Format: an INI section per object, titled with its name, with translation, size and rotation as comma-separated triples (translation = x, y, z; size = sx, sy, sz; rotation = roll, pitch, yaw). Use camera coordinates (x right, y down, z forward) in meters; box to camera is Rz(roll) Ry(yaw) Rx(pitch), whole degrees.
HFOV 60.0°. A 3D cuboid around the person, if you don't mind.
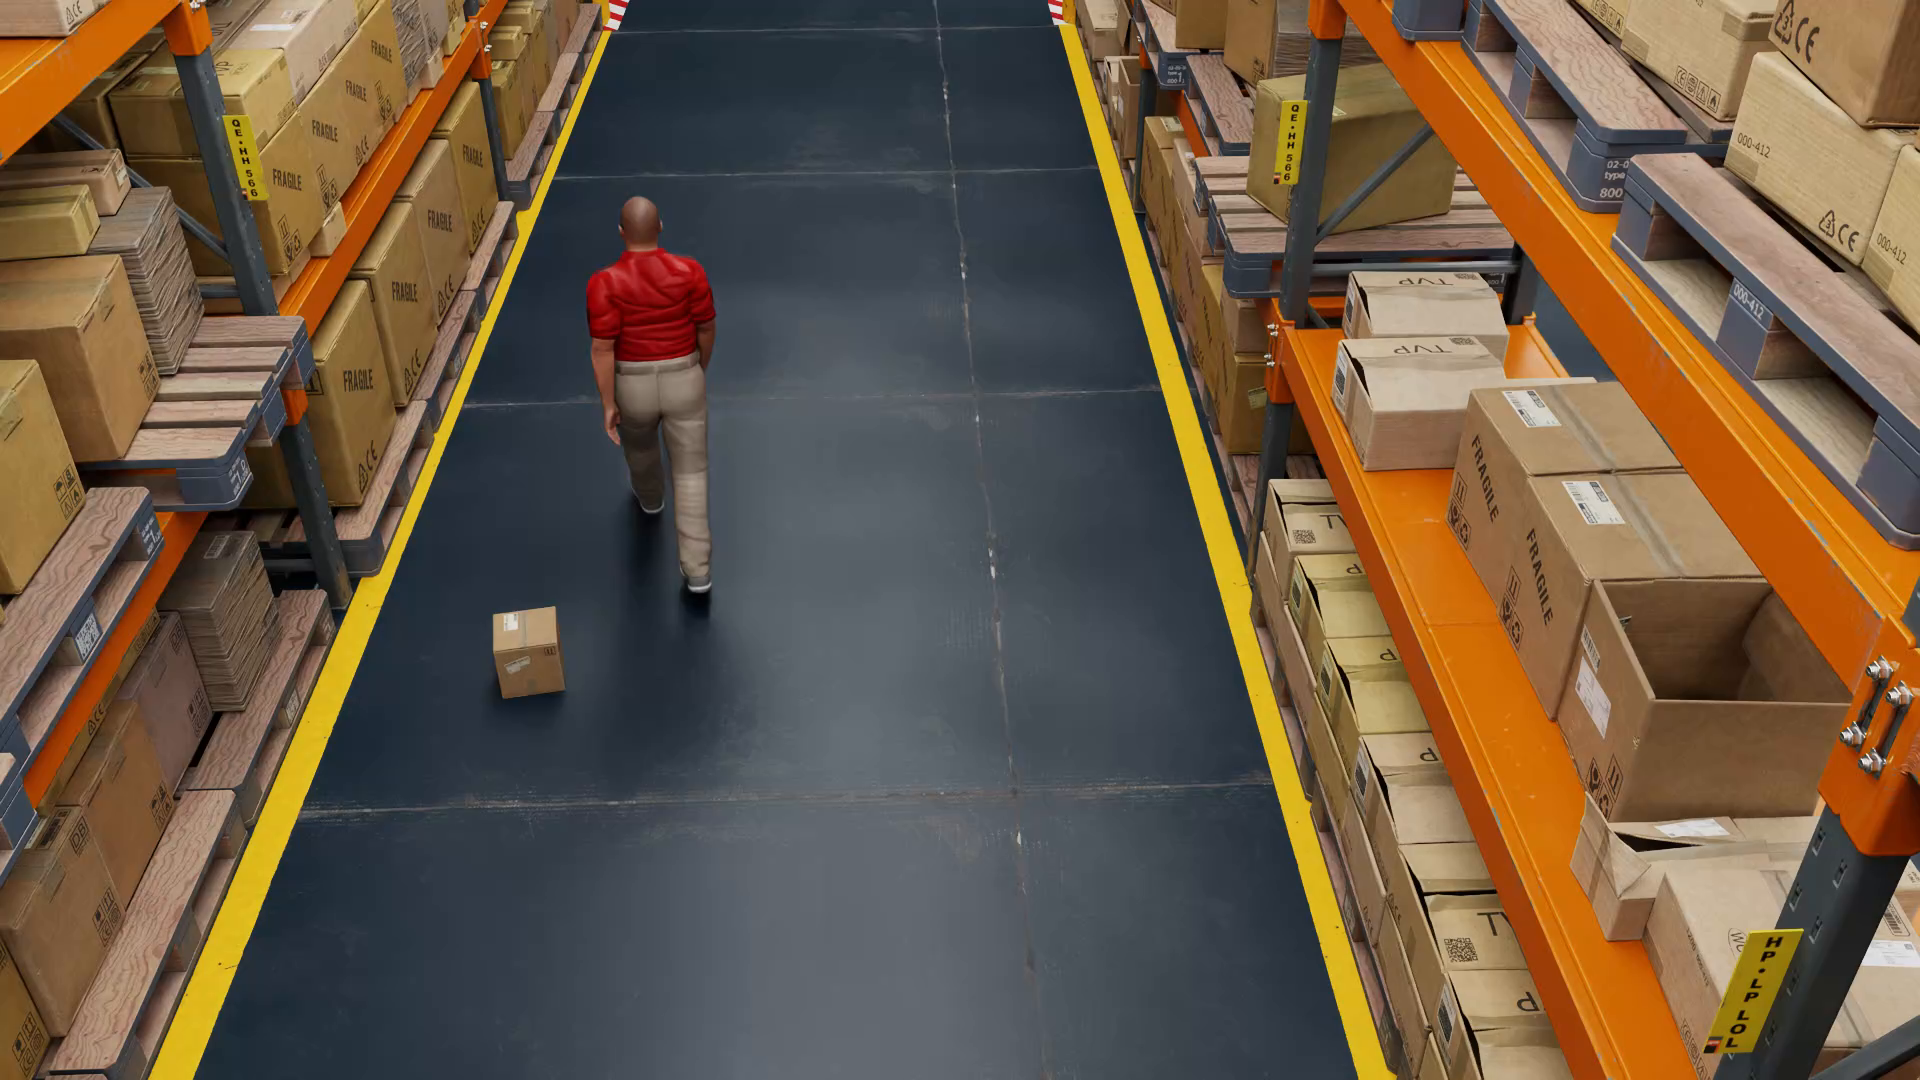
[person]
translation = -1.290, -0.682, 7.147
size = 0.532, 1.666, 1.091
rotation = -7, 36, -9
